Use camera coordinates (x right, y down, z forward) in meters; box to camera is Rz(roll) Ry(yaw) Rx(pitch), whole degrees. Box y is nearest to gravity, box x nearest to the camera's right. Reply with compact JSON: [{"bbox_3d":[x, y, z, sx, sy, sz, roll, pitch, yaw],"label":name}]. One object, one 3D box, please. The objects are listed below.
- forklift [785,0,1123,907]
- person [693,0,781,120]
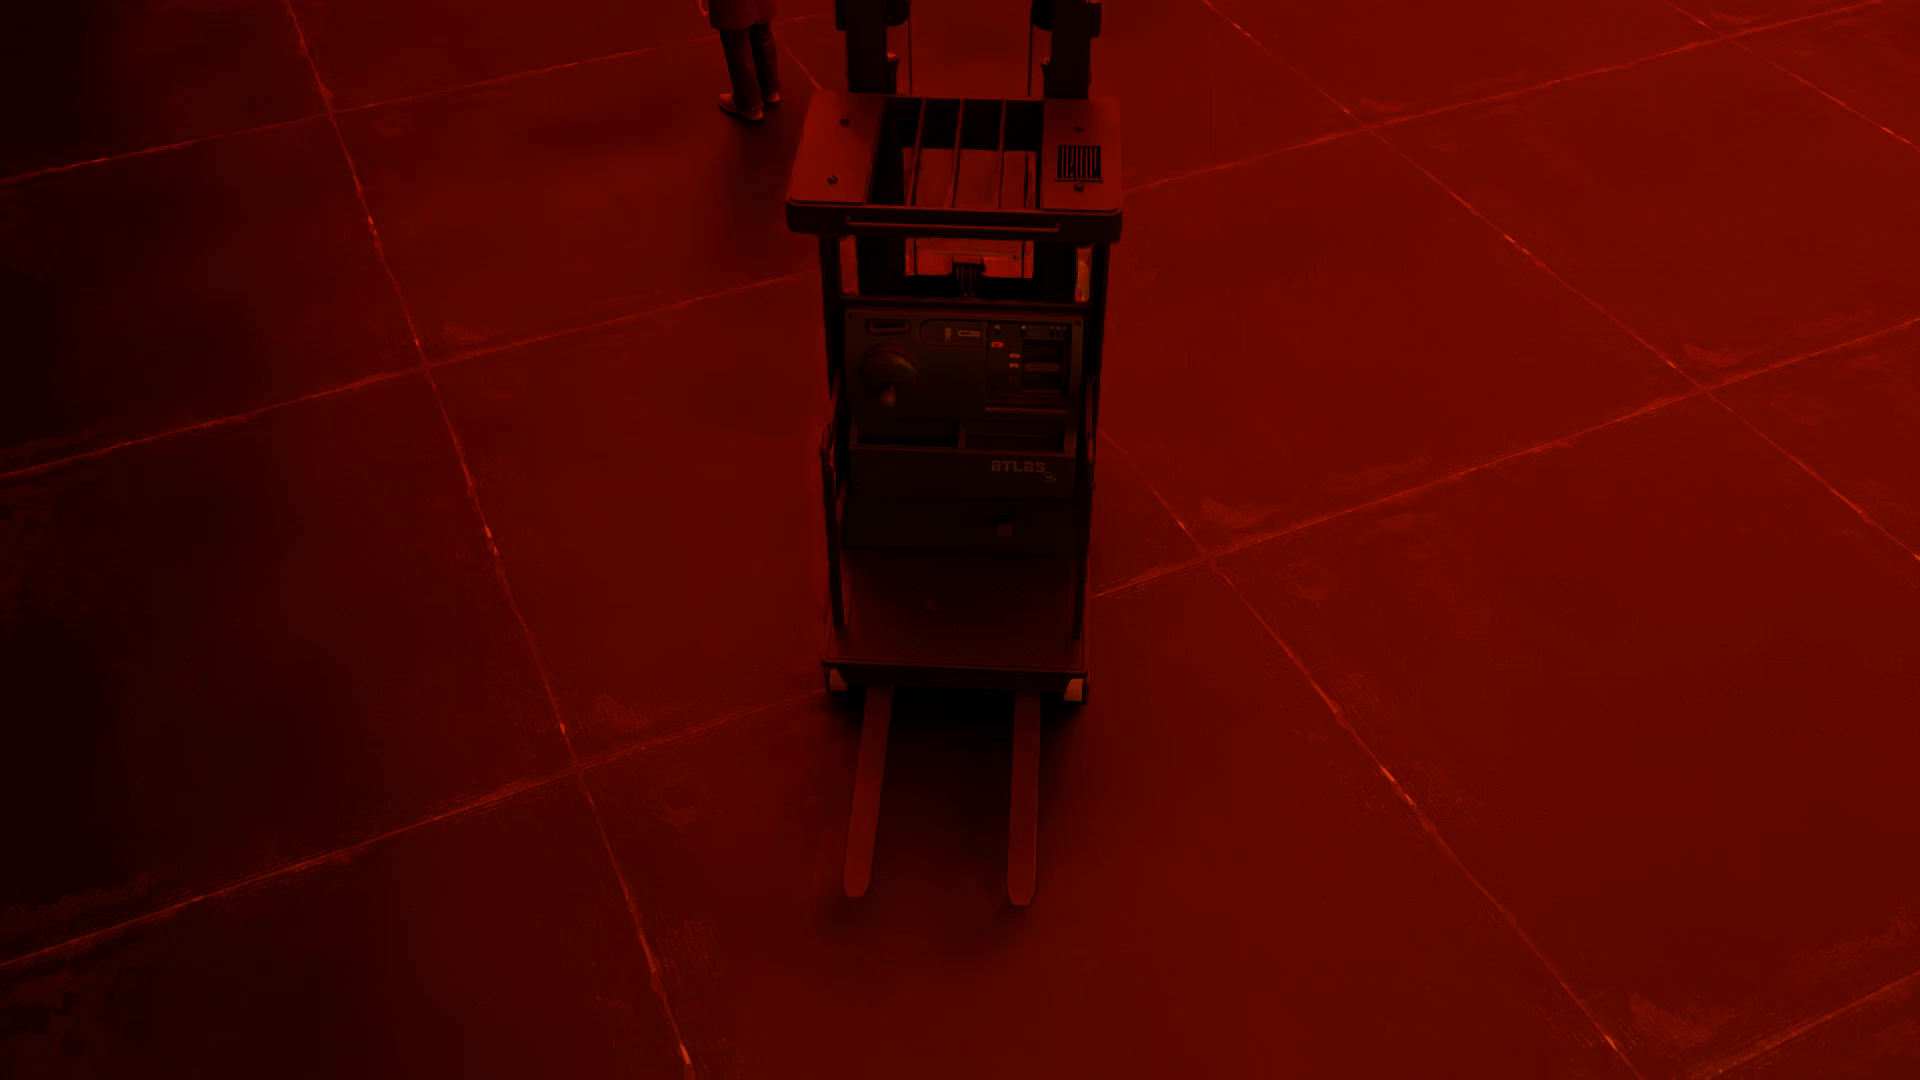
[{"bbox_3d":[0.002,-0.617,6.342,1.130,2.935,3.031,2,43,2],"label":"forklift"},{"bbox_3d":[-1.405,-3.450,10.211,0.698,1.777,0.580,-30,51,-28],"label":"person"}]
